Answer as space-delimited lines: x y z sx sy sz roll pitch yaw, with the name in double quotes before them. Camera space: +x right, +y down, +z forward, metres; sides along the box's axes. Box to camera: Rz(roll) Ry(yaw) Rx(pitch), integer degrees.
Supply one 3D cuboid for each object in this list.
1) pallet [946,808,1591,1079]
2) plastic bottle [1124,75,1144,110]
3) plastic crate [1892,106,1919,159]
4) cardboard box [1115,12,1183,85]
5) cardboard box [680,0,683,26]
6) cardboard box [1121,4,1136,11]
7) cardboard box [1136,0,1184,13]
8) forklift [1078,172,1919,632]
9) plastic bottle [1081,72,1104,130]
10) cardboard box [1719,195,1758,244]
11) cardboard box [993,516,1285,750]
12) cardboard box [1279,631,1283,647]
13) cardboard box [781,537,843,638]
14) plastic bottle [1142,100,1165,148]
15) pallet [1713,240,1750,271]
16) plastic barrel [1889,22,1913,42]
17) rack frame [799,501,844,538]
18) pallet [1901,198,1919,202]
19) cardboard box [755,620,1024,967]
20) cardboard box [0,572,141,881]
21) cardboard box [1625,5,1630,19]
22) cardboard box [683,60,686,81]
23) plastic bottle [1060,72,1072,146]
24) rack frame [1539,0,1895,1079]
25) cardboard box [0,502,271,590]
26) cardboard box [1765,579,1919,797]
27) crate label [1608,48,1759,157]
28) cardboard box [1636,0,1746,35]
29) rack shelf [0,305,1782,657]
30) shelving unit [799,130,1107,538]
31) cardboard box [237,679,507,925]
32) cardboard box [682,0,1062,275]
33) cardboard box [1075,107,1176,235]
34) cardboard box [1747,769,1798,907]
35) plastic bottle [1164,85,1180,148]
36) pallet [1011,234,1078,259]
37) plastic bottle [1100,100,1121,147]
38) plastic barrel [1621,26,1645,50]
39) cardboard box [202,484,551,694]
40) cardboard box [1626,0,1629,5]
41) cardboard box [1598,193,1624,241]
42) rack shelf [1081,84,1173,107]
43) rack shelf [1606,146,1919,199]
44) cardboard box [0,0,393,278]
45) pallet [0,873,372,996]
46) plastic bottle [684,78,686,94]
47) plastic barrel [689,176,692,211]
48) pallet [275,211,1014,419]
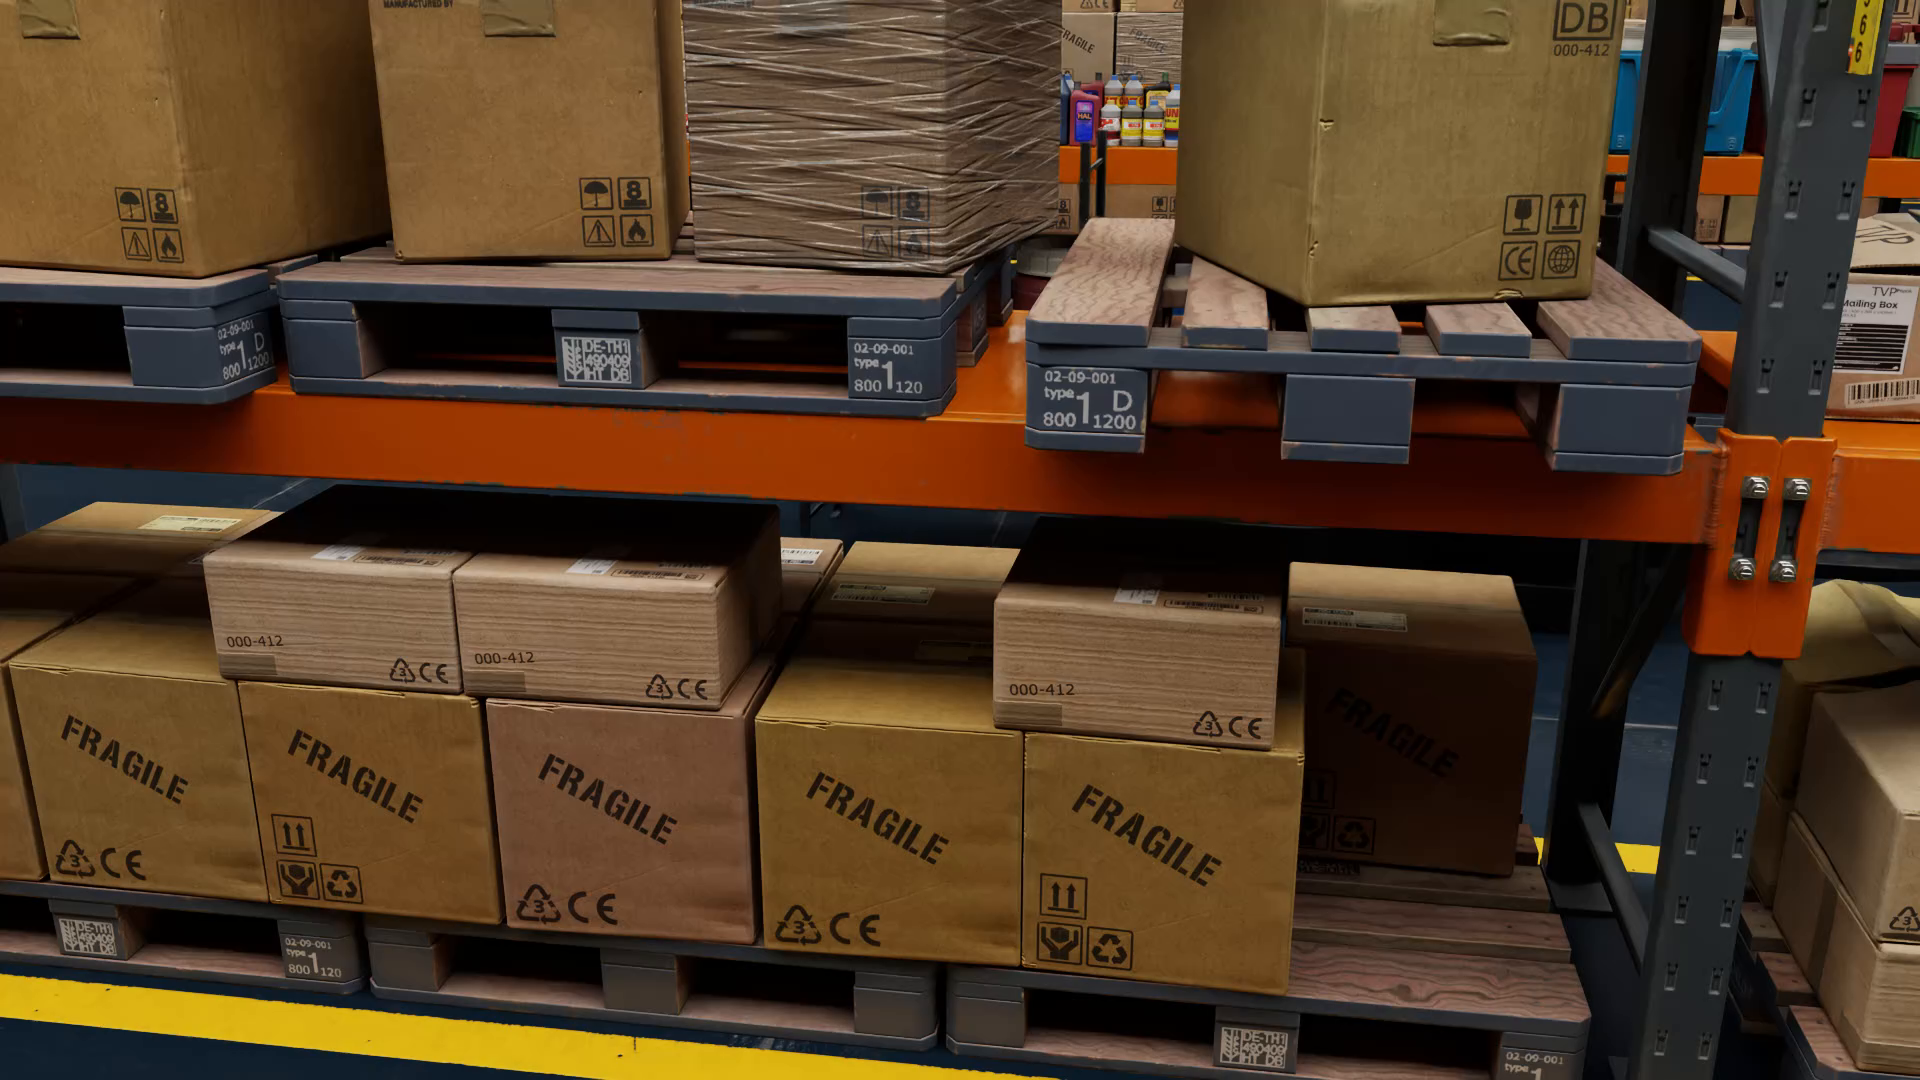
"pallet" 0.639 0.788 3.616 1.213 0.211 1.003 3 19 9
"plastic bottle" 0.857 -2.155 8.219 0.097 0.271 0.097 0 18 0
"plastic crate" 4.344 -1.734 7.093 0.662 0.188 0.450 3 19 9
"cardboard box" 1.414 -3.635 12.283 0.500 0.500 0.500 2 19 7
"cardboard box" -1.995 -4.181 12.658 0.500 0.500 0.500 3 19 9
"cardboard box" 1.743 -5.318 16.734 0.250 0.149 0.380 3 19 8
"cardboard box" 1.583 -4.187 12.352 0.637 0.503 0.797 3 19 10
"forklift" 1.975 -1.261 5.454 3.031 2.935 1.130 4 19 11
"plastic bottle" 0.650 -2.177 8.266 0.133 0.283 0.061 3 19 9
"cardboard box" 5.823 -2.478 12.228 0.500 0.500 0.700 3 19 8
"cardboard box" 0.353 0.161 3.159 0.500 0.250 0.500 4 19 11
"cardboard box" 0.448 0.355 3.762 0.500 0.500 0.500 2 19 7
"cardboard box" -0.563 0.303 3.916 0.500 0.500 0.500 2 19 7
"plastic bottle" 0.873 -1.877 7.499 0.097 0.201 0.097 0 18 0
"pallet" 6.125 -2.104 12.257 1.213 0.211 1.003 3 19 9
"plastic barrel" 4.047 -2.076 7.565 0.433 0.535 0.433 0 18 0
"rack frame" -0.531 -0.752 6.186 0.032 1.500 0.500 4 19 11
"pallet" 9.727 -3.490 16.402 1.213 0.211 1.003 3 19 9
"cardboard box" -0.102 0.492 3.352 0.500 0.500 0.500 2 19 7
"cardboard box" -2.141 0.391 3.654 0.500 0.500 0.500 2 19 6
"cardboard box" 6.225 -4.977 16.292 0.500 0.500 0.500 3 19 9
"cardboard box" -2.119 -3.622 12.798 0.250 0.149 0.380 3 19 10
"plastic bottle" 0.413 -1.979 7.567 0.185 0.351 0.144 3 19 9
"rack frame" 1.370 -0.485 3.026 0.127 3.000 1.000 3 19 9
"cardboard box" -2.047 0.225 4.149 0.500 0.500 0.500 3 19 8
"cardboard box" 1.926 0.303 3.458 0.500 0.311 0.500 3 19 10
"crate label" 3.097 -1.919 7.255 0.616 0.435 0.502 3 19 9
"cardboard box" 5.168 -3.694 11.790 0.637 0.503 0.797 5 19 14
"rack shelf" -0.605 -0.245 3.441 4.000 0.370 1.077 3 19 9
"shelving unit" -0.033 -0.719 6.089 1.048 1.500 0.538 4 19 11
"cardboard box" -1.120 0.442 3.502 0.500 0.500 0.500 3 19 9
"cardboard box" -0.142 -0.834 3.249 0.500 0.500 0.700 7 20 19
"cardboard box" 1.388 -2.869 12.836 0.875 0.875 1.225 3 19 9
"cardboard box" 1.928 0.570 3.545 0.500 0.250 0.500 3 19 10
"plastic bottle" 0.969 -1.905 7.473 0.097 0.271 0.097 0 18 0
"pallet" 0.977 -2.392 13.118 1.213 0.211 1.003 3 19 9
"plastic bottle" 0.681 -1.887 7.528 0.097 0.201 0.097 0 18 0
"plastic barrel" 3.209 -2.105 7.691 0.421 0.512 0.421 0 18 0
"cardboard box" -1.153 0.086 3.384 0.500 0.250 0.500 3 19 9
"cardboard box" 6.283 -5.532 16.375 0.500 0.500 0.700 3 19 9
"cardboard box" 4.720 -2.534 12.395 0.500 0.500 0.700 5 19 13
"rack shelf" 0.970 -3.348 12.716 4.000 0.370 1.077 3 19 9
"rack shelf" 4.134 -1.595 7.477 4.000 0.370 1.077 3 19 9
"cardboard box" -1.458 -0.824 3.220 0.500 0.500 0.700 6 19 17
"pallet" -1.770 0.665 3.983 1.213 0.211 1.003 3 19 9
"plastic bottle" -1.350 -2.261 8.528 0.135 0.276 0.152 3 19 9
"plastic barrel" -1.256 -1.410 8.434 0.708 0.901 0.600 3 19 9
"pallet" -0.551 -0.491 3.345 1.213 0.211 1.003 3 19 9
